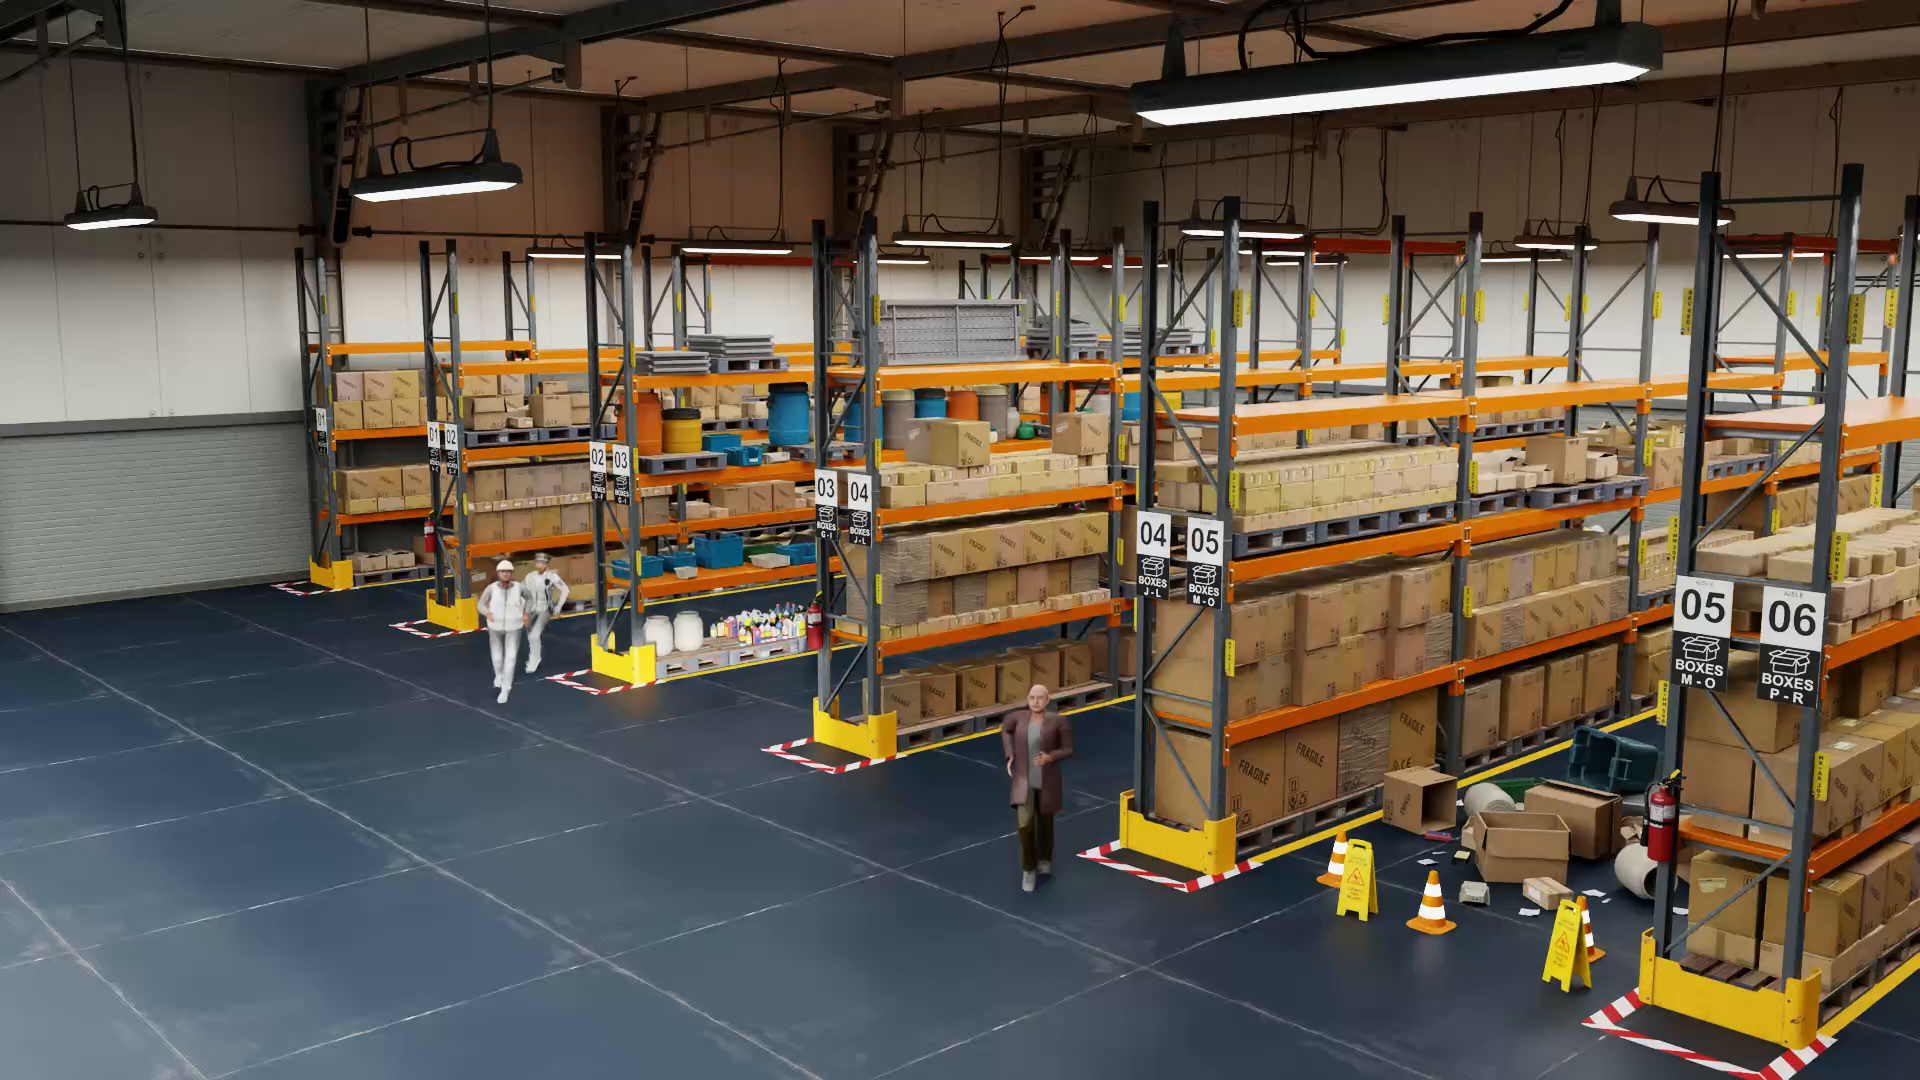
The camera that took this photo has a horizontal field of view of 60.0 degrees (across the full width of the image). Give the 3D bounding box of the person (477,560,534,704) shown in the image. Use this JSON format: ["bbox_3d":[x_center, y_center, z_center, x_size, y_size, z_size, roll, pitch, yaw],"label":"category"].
[{"bbox_3d":[-5.870,1.143,21.488,0.696,1.777,0.973,-1,8,-10],"label":"person"}]

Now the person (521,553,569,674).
[{"bbox_3d":[-5.782,1.001,22.954,0.676,1.683,0.642,2,9,14],"label":"person"}]

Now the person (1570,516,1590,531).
[{"bbox_3d":[9.902,0.389,26.809,0.712,1.733,0.760,8,11,42],"label":"person"}]

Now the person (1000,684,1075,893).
[{"bbox_3d":[0.664,2.213,14.637,0.683,1.749,0.729,1,8,8],"label":"person"}]

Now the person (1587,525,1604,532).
[{"bbox_3d":[9.311,0.687,24.487,0.830,1.838,0.653,-7,11,-38],"label":"person"}]
